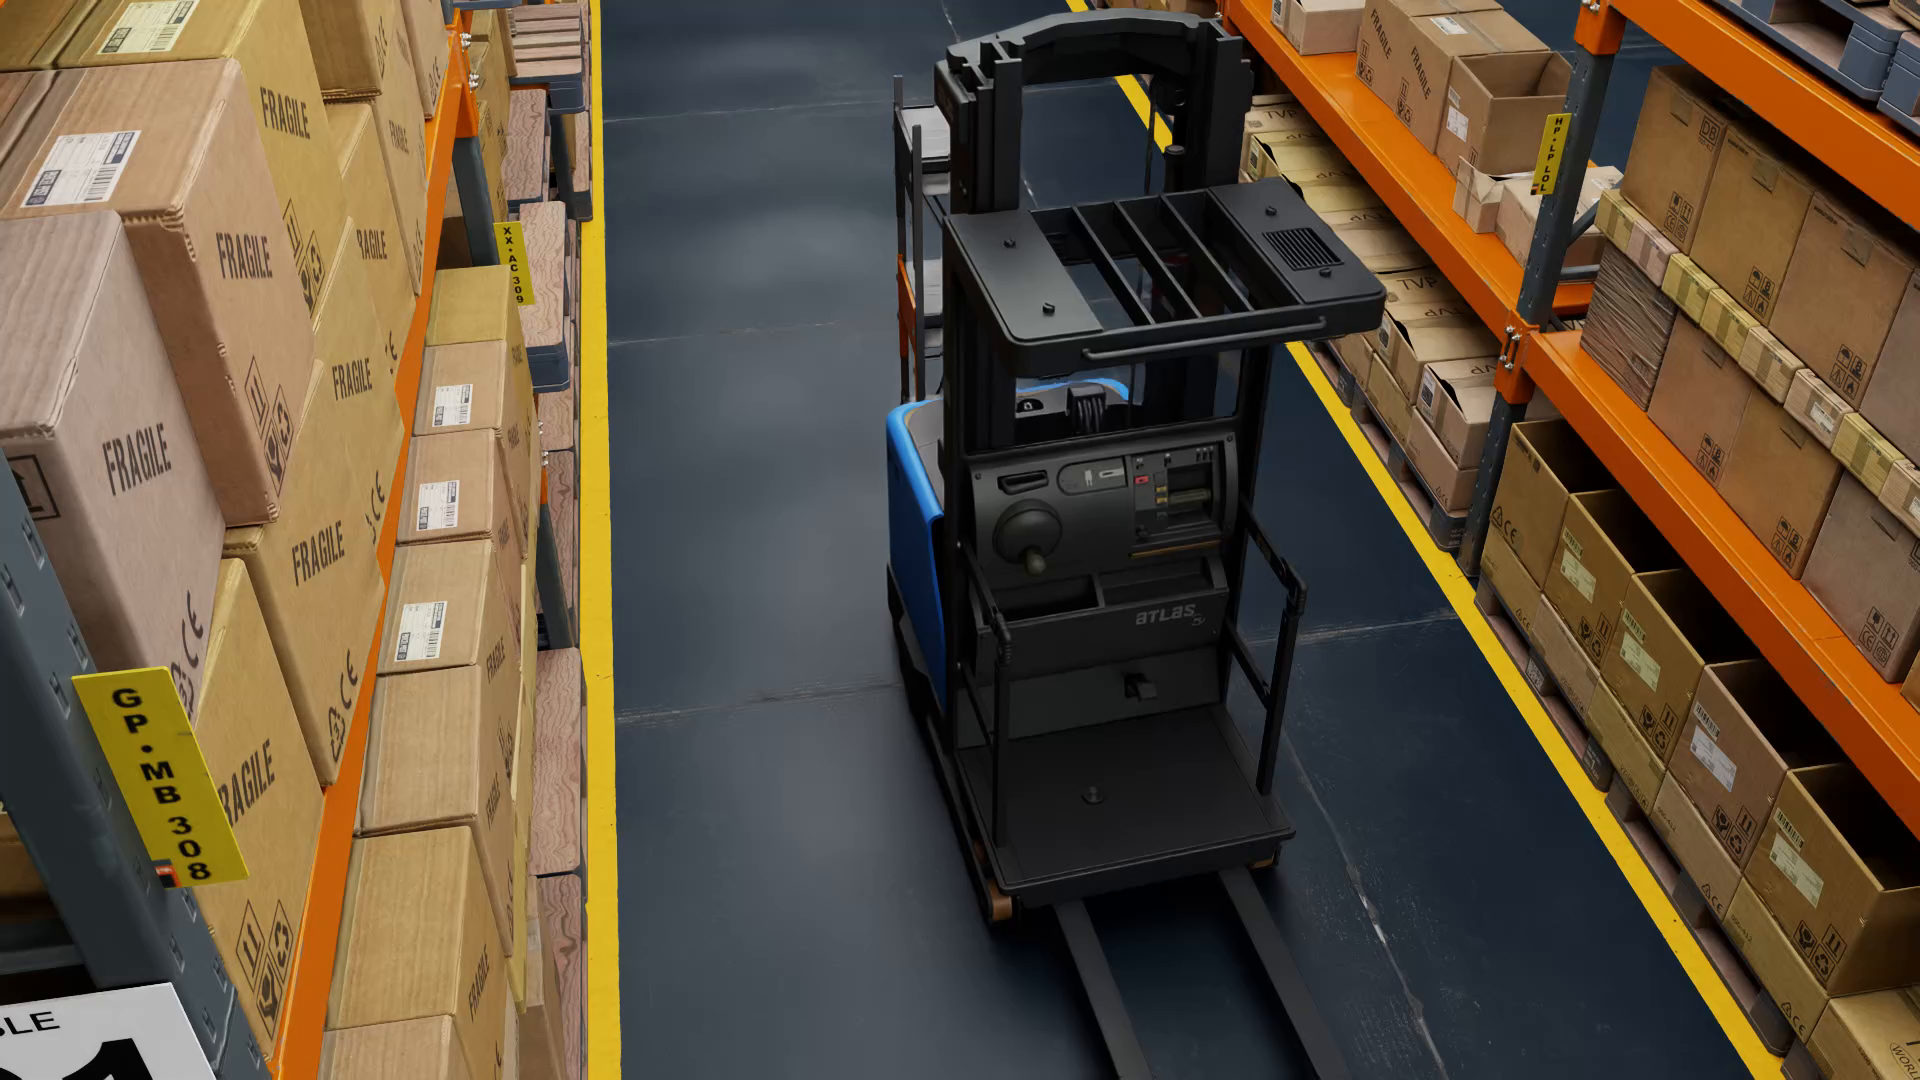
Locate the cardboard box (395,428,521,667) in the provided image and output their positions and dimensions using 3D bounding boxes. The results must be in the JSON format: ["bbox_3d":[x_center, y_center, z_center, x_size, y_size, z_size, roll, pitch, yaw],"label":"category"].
[{"bbox_3d":[-1.544,0.051,4.735,0.500,0.500,0.500,-7,38,-9],"label":"cardboard box"}]

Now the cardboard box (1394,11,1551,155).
[{"bbox_3d":[2.476,-2.224,8.086,0.500,0.500,0.500,-6,38,-8],"label":"cardboard box"}]

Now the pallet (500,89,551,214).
[{"bbox_3d":[-2.416,-1.712,7.665,1.003,0.211,1.213,-6,38,-8],"label":"pallet"}]

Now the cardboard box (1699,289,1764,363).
[{"bbox_3d":[2.769,-0.745,5.654,0.380,0.149,0.250,-7,38,-8],"label":"cardboard box"}]

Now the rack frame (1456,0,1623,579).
[{"bbox_3d":[2.774,-1.098,6.718,1.000,3.000,0.127,-6,38,-8],"label":"rack frame"}]

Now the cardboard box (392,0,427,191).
[{"bbox_3d":[-1.694,-1.210,4.319,0.500,0.500,0.500,-9,39,-12],"label":"cardboard box"}]

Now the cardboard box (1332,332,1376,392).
[{"bbox_3d":[2.239,-1.012,8.507,0.500,0.250,0.500,-5,38,-7],"label":"cardboard box"}]

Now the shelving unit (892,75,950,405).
[{"bbox_3d":[-0.029,-0.929,7.235,0.431,2.100,0.503,-6,38,-8],"label":"shelving unit"}]

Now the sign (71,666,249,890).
[{"bbox_3d":[-0.867,0.265,1.807,0.100,0.325,0.005,-6,38,-8],"label":"sign"}]

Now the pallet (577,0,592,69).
[{"bbox_3d":[-3.295,-3.836,12.516,1.003,0.211,1.213,-6,38,-8],"label":"pallet"}]

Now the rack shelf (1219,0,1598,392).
[{"bbox_3d":[2.424,-2.022,8.494,1.077,0.370,4.000,-6,38,-8],"label":"rack shelf"}]

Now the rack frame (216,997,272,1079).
[{"bbox_3d":[-1.401,1.853,2.920,1.000,3.000,0.127,-6,38,-8],"label":"rack frame"}]

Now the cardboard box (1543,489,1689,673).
[{"bbox_3d":[2.643,0.141,6.412,0.500,0.500,0.500,-6,38,-8],"label":"cardboard box"}]

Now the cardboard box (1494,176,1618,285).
[{"bbox_3d":[2.645,-1.332,7.141,0.500,0.250,0.500,-4,38,-5],"label":"cardboard box"}]

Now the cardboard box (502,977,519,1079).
[{"bbox_3d":[-1.279,1.263,3.785,0.500,0.250,0.500,-7,38,-9],"label":"cardboard box"}]

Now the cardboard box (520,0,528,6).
[{"bbox_3d":[-2.633,-3.111,9.499,0.380,0.149,0.250,-7,38,-9],"label":"cardboard box"}]

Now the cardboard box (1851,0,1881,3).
[{"bbox_3d":[2.698,-1.810,4.806,0.500,0.311,0.500,-8,39,-10],"label":"cardboard box"}]

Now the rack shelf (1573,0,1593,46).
[{"bbox_3d":[2.424,-3.207,7.574,1.077,0.370,4.000,-6,38,-8],"label":"rack shelf"}]

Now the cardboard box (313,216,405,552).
[{"bbox_3d":[-1.367,-0.249,3.083,0.500,0.500,0.500,-5,38,-6],"label":"cardboard box"}]

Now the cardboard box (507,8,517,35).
[{"bbox_3d":[-2.711,-2.909,8.610,0.700,0.500,0.500,-11,39,-13],"label":"cardboard box"}]

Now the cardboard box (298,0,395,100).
[{"bbox_3d":[-1.539,-1.272,3.585,0.500,0.500,0.500,-7,38,-10],"label":"cardboard box"}]

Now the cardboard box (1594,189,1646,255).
[{"bbox_3d":[2.631,-1.211,6.253,0.380,0.149,0.250,-6,38,-8],"label":"cardboard box"}]

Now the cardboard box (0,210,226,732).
[{"bbox_3d":[-1.229,-0.033,1.989,0.500,0.500,0.500,-9,39,-11],"label":"cardboard box"}]

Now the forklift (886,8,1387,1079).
[{"bbox_3d":[0.547,-0.052,5.428,1.130,2.935,3.031,-9,39,-11],"label":"forklift"}]

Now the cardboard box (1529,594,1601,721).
[{"bbox_3d":[2.640,0.437,6.641,0.500,0.250,0.500,-6,38,-8],"label":"cardboard box"}]

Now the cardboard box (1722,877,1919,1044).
[{"bbox_3d":[2.902,1.343,5.475,0.500,0.250,0.500,-6,38,-8],"label":"cardboard box"}]

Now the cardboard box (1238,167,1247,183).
[{"bbox_3d":[1.876,-2.246,10.095,0.500,0.250,0.500,-6,38,-8],"label":"cardboard box"}]

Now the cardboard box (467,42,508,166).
[{"bbox_3d":[-2.395,-1.820,7.208,0.700,0.500,0.500,-1,38,-2],"label":"cardboard box"}]

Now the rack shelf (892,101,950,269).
[{"bbox_3d":[-0.029,-1.471,6.813,0.431,0.518,0.480,-6,38,-8],"label":"rack shelf"}]

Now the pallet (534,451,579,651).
[{"bbox_3d":[-2.240,0.068,7.490,1.003,0.211,1.213,-6,38,-8],"label":"pallet"}]

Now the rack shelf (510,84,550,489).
[{"bbox_3d":[-2.453,-1.487,7.805,1.077,0.370,4.000,-6,38,-8],"label":"rack shelf"}]

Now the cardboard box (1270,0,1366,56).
[{"bbox_3d":[2.039,-2.918,9.134,0.500,0.311,0.500,-7,38,-8],"label":"cardboard box"}]

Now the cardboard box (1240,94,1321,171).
[{"bbox_3d":[1.876,-2.468,9.923,0.500,0.311,0.500,-5,38,-6],"label":"cardboard box"}]

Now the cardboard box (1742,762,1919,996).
[{"bbox_3d":[2.899,1.047,5.244,0.500,0.500,0.500,-6,38,-8],"label":"cardboard box"}]

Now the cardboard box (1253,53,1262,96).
[{"bbox_3d":[2.177,-3.322,11.260,0.500,0.500,0.500,-8,38,-10],"label":"cardboard box"}]

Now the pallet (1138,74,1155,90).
[{"bbox_3d":[1.769,-3.603,12.216,1.003,0.211,1.213,-6,38,-8],"label":"pallet"}]

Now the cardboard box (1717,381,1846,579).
[{"bbox_3d":[3.041,-0.249,5.544,0.700,0.500,0.500,-6,38,-7],"label":"cardboard box"}]

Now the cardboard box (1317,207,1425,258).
[{"bbox_3d":[2.154,-1.533,8.720,0.500,0.311,0.500,-7,38,-9],"label":"cardboard box"}]

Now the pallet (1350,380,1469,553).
[{"bbox_3d":[2.607,-0.438,8.141,1.003,0.211,1.213,-6,38,-8],"label":"pallet"}]

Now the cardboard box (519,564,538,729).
[{"bbox_3d":[-1.538,0.346,4.966,0.500,0.250,0.500,-6,38,-8],"label":"cardboard box"}]

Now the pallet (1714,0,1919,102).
[{"bbox_3d":[2.949,-1.735,5.166,1.003,0.211,1.213,-6,38,-8],"label":"pallet"}]

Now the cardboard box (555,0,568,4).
[{"bbox_3d":[-2.950,-3.284,10.942,0.750,0.750,0.750,-6,38,-8],"label":"cardboard box"}]

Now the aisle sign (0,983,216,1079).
[{"bbox_3d":[-1.093,0.838,2.108,0.394,0.787,0.004,-6,38,-8],"label":"aisle sign"}]

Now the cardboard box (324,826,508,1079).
[{"bbox_3d":[-1.265,0.988,3.528,0.500,0.500,0.500,-6,38,-8],"label":"cardboard box"}]

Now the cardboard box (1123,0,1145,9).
[{"bbox_3d":[1.489,-3.869,11.964,0.500,0.500,0.500,-8,38,-10],"label":"cardboard box"}]

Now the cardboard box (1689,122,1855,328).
[{"bbox_3d":[2.948,-1.077,5.553,0.700,0.500,0.500,-6,38,-8],"label":"cardboard box"}]

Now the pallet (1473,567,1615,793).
[{"bbox_3d":[2.872,0.488,6.950,1.003,0.211,1.213,-6,38,-8],"label":"pallet"}]

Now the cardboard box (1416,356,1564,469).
[{"bbox_3d":[2.421,-0.613,7.536,0.500,0.311,0.500,-6,38,-8],"label":"cardboard box"}]

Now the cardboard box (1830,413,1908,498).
[{"bbox_3d":[2.906,-0.275,5.049,0.380,0.149,0.250,-7,38,-8],"label":"cardboard box"}]
